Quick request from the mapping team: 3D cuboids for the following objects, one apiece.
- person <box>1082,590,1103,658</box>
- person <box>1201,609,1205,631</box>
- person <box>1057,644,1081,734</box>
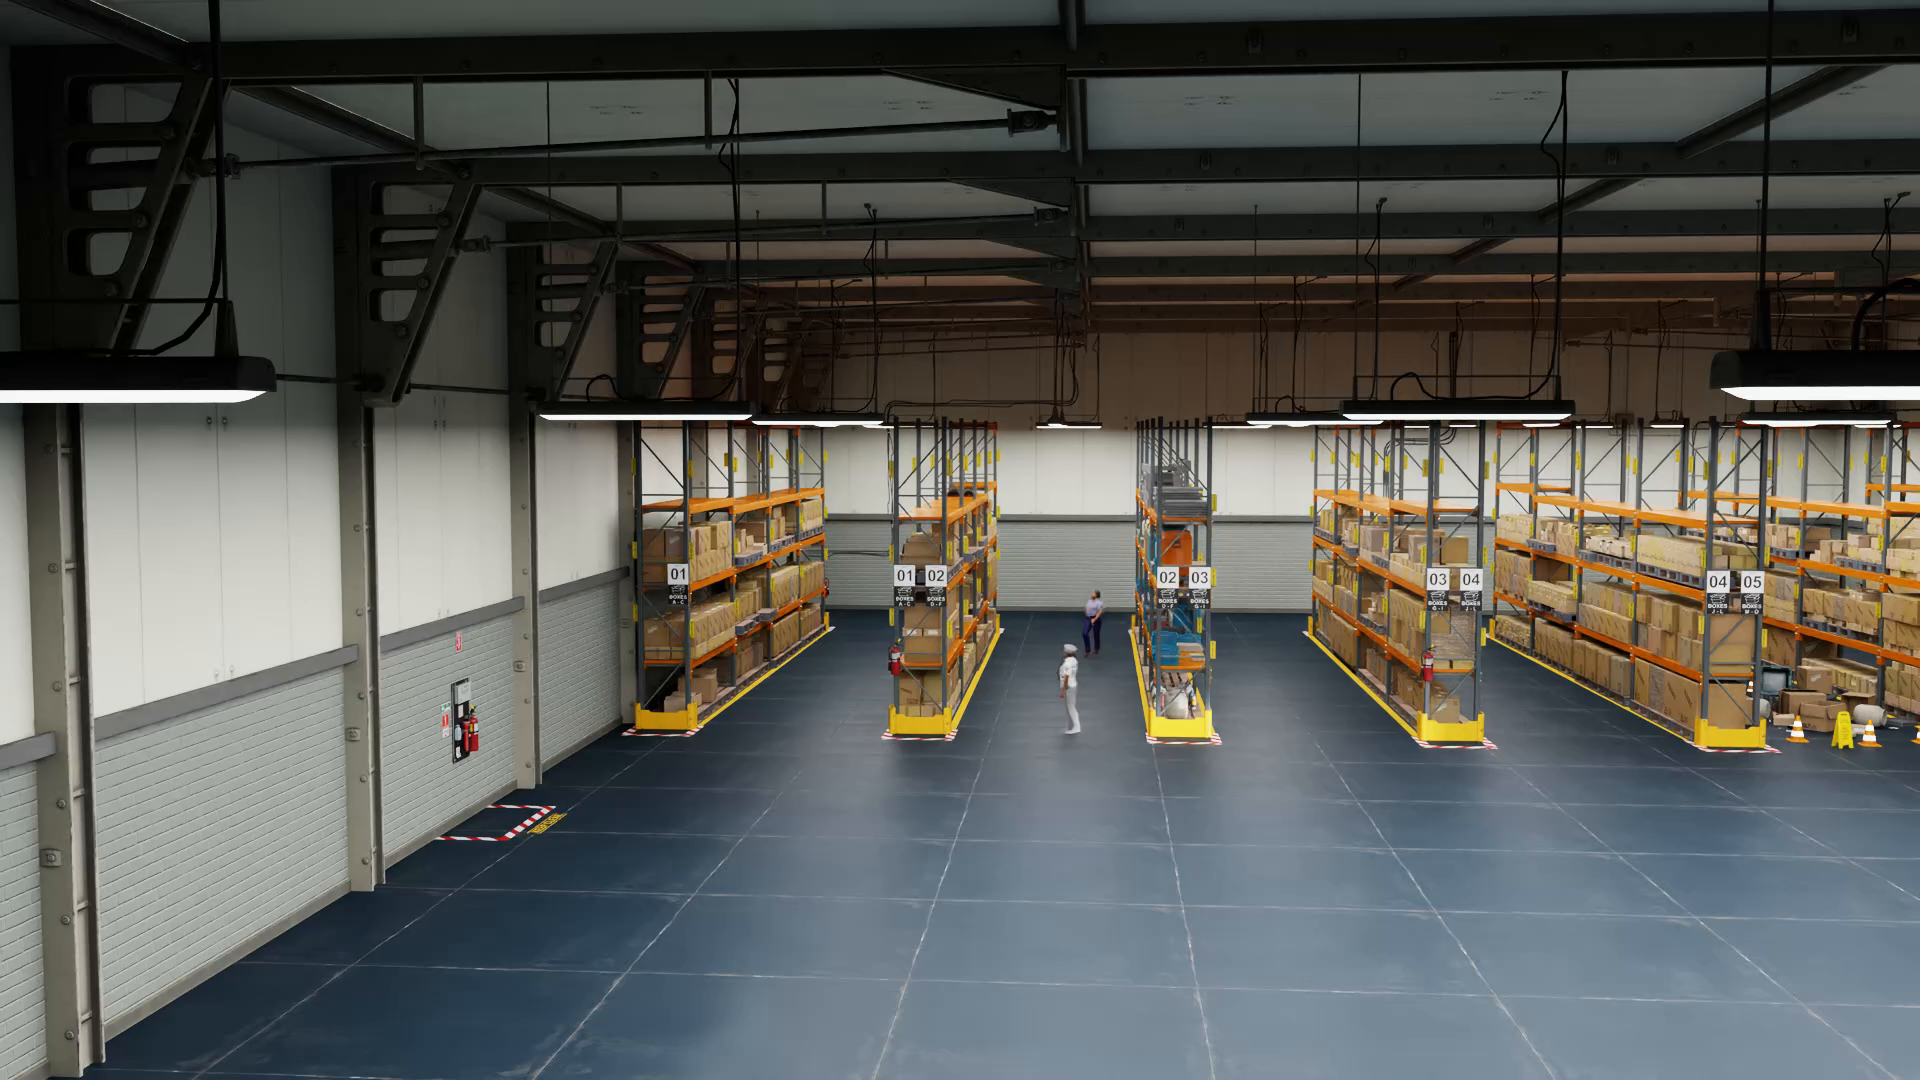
[{"bbox_3d":[3.336,2.096,41.654,0.473,1.682,0.683,1,4,22],"label":"person"},{"bbox_3d":[6.833,1.769,47.677,0.508,1.699,0.444,1,4,12],"label":"person"},{"bbox_3d":[2.064,2.824,31.514,0.438,1.707,0.488,0,4,4],"label":"person"}]
